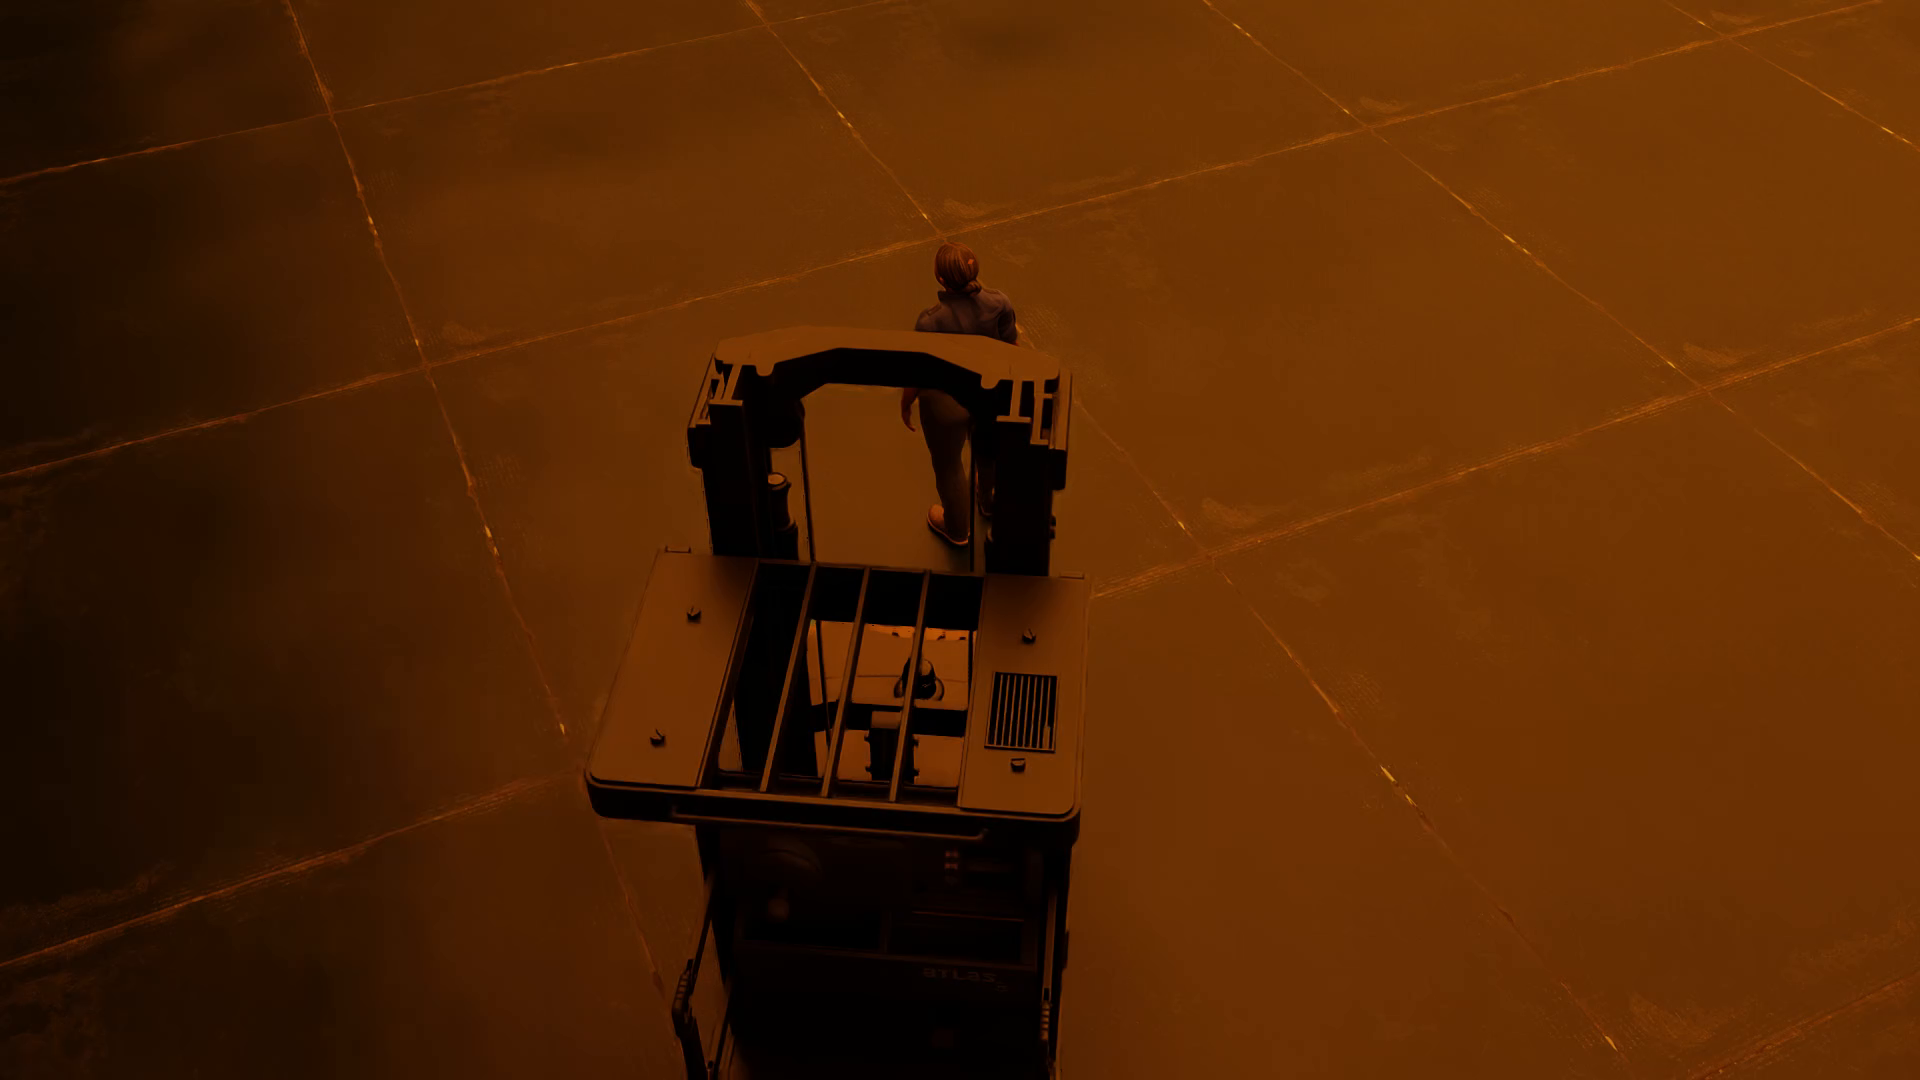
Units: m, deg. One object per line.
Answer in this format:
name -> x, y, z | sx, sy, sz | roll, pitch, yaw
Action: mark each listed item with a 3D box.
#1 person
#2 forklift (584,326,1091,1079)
person -> -0.020, -0.673, 7.325 | 0.569, 1.656, 0.496 | -18, 46, -18
forklift -> -0.243, 1.005, 4.603 | 1.130, 2.935, 3.031 | 4, 43, 4
